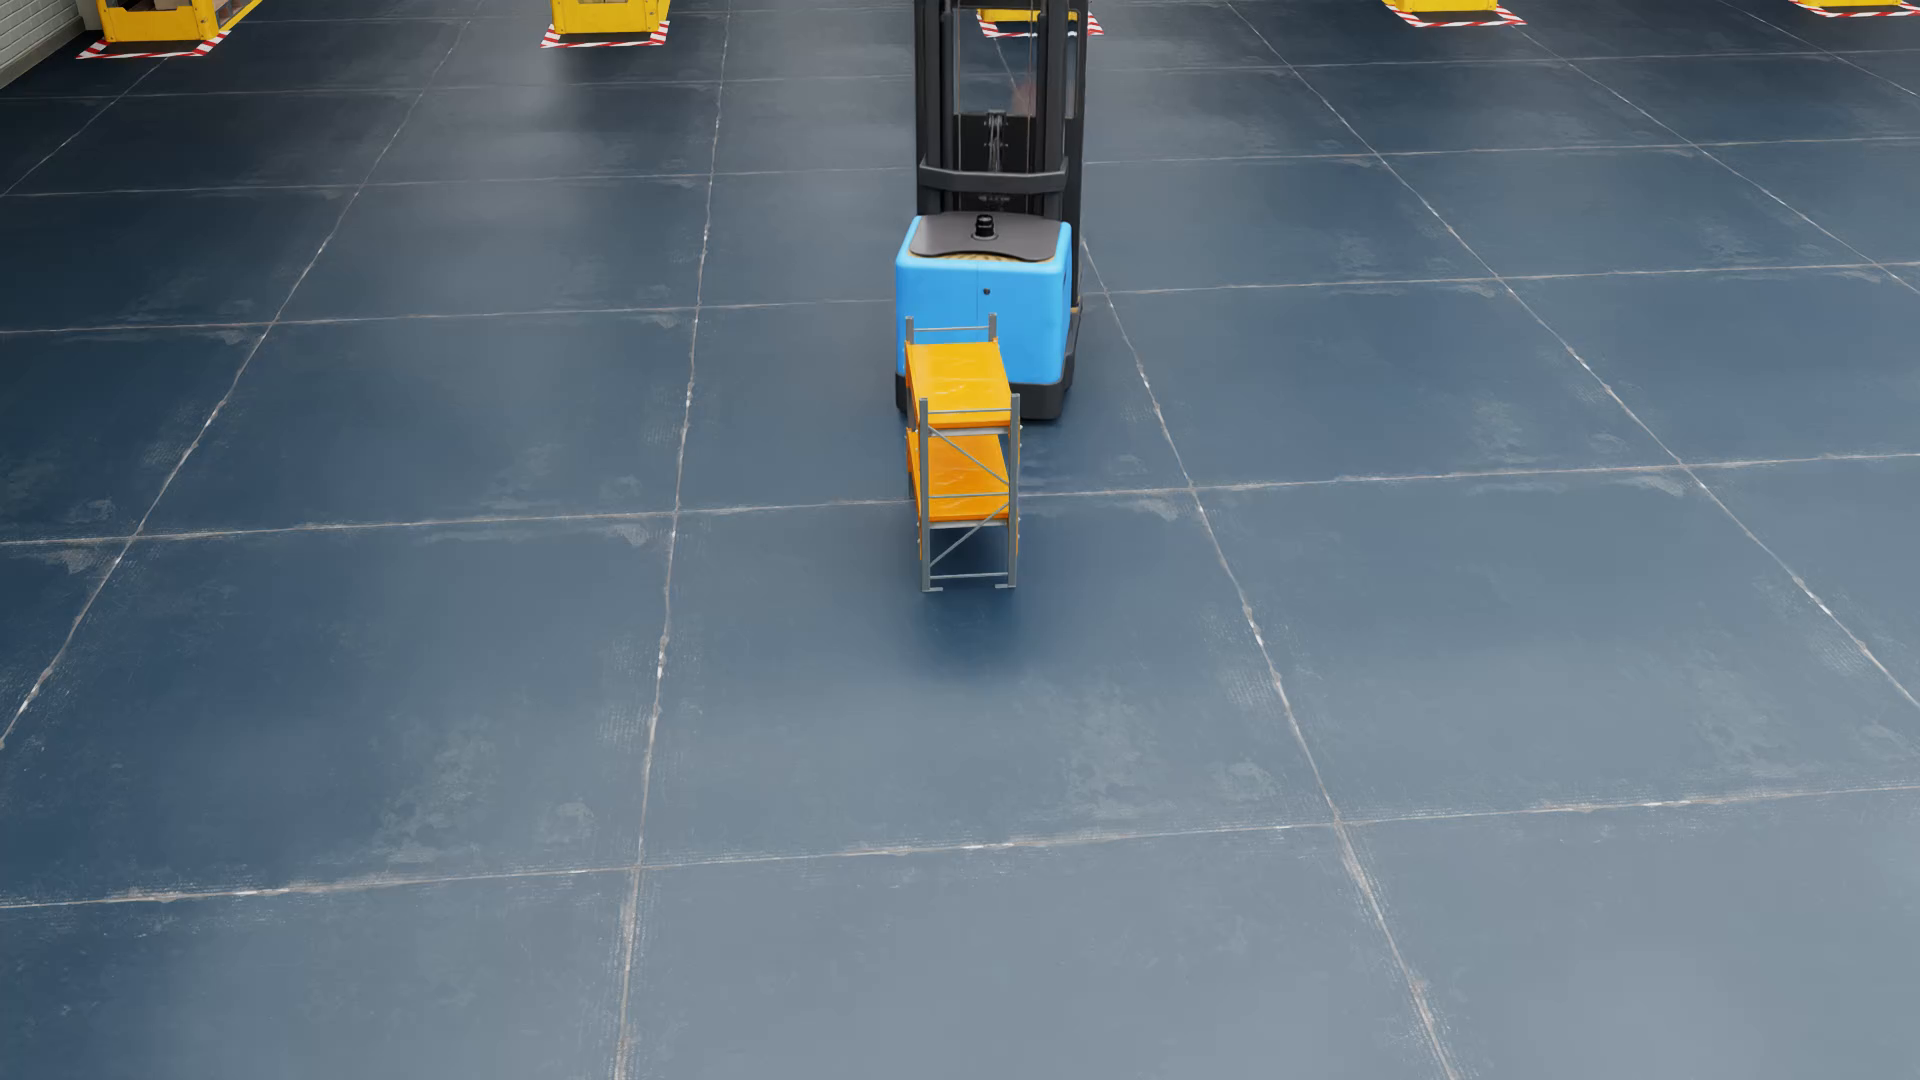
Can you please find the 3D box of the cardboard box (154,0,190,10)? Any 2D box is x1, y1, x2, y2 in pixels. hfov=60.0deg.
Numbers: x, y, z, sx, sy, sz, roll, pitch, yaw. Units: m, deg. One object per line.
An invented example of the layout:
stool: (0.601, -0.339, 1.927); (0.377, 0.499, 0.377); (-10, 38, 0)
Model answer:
cardboard box: (-8.948, -6.308, 19.079); (0.500, 0.311, 0.500); (-6, 31, -10)

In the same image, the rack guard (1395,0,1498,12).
rack guard: (5.815, -6.593, 19.801); (1.175, 0.500, 0.348); (-3, 31, -5)

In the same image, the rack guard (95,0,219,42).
rack guard: (-8.980, -5.882, 18.609); (1.175, 0.500, 0.348); (-3, 31, -5)

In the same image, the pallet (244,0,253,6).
pallet: (-9.132, -6.795, 20.421); (1.003, 0.211, 1.213); (-3, 31, -5)

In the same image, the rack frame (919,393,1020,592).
rack frame: (0.047, -0.227, 8.533); (0.500, 1.125, 0.032); (-3, 31, -5)

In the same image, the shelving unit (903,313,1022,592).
shelving unit: (-0.001, -0.486, 8.967); (0.538, 1.125, 1.048); (-3, 31, -5)

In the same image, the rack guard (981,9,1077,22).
rack guard: (0.837, -6.354, 19.400); (1.175, 0.500, 0.348); (-3, 31, -5)

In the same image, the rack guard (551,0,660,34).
rack guard: (-4.039, -6.070, 18.924); (1.175, 0.500, 0.348); (-3, 31, -5)

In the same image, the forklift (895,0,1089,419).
forklift: (0.287, -2.745, 10.988); (1.130, 2.935, 3.031); (4, 31, 6)

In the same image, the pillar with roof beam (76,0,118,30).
pillar with roof beam: (-5.614, -10.014, 17.239); (9.100, 9.000, 0.400); (-3, 31, -5)

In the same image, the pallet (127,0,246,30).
pallet: (-9.021, -6.174, 19.381); (1.003, 0.211, 1.213); (-3, 31, -5)

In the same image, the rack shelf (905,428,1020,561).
rack shelf: (-0.001, -0.276, 9.093); (0.538, 0.278, 1.000); (-3, 31, -5)

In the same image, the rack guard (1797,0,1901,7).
rack guard: (10.772, -6.728, 20.027); (1.175, 0.500, 0.348); (-3, 31, -5)

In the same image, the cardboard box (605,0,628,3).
cardboard box: (-3.870, -6.439, 19.377); (0.500, 0.250, 0.500); (-3, 31, -5)

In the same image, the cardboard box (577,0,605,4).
cardboard box: (-4.386, -6.415, 19.336); (0.500, 0.250, 0.500); (-3, 31, -5)

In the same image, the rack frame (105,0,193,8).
rack frame: (-8.973, -6.916, 17.903); (1.000, 3.000, 0.127); (-3, 31, -5)

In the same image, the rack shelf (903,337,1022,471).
rack shelf: (-0.001, -0.738, 8.817); (0.538, 0.278, 1.000); (-3, 31, -5)

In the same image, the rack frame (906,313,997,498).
rack frame: (-0.048, -0.746, 9.402); (0.500, 1.125, 0.032); (-3, 31, -5)
